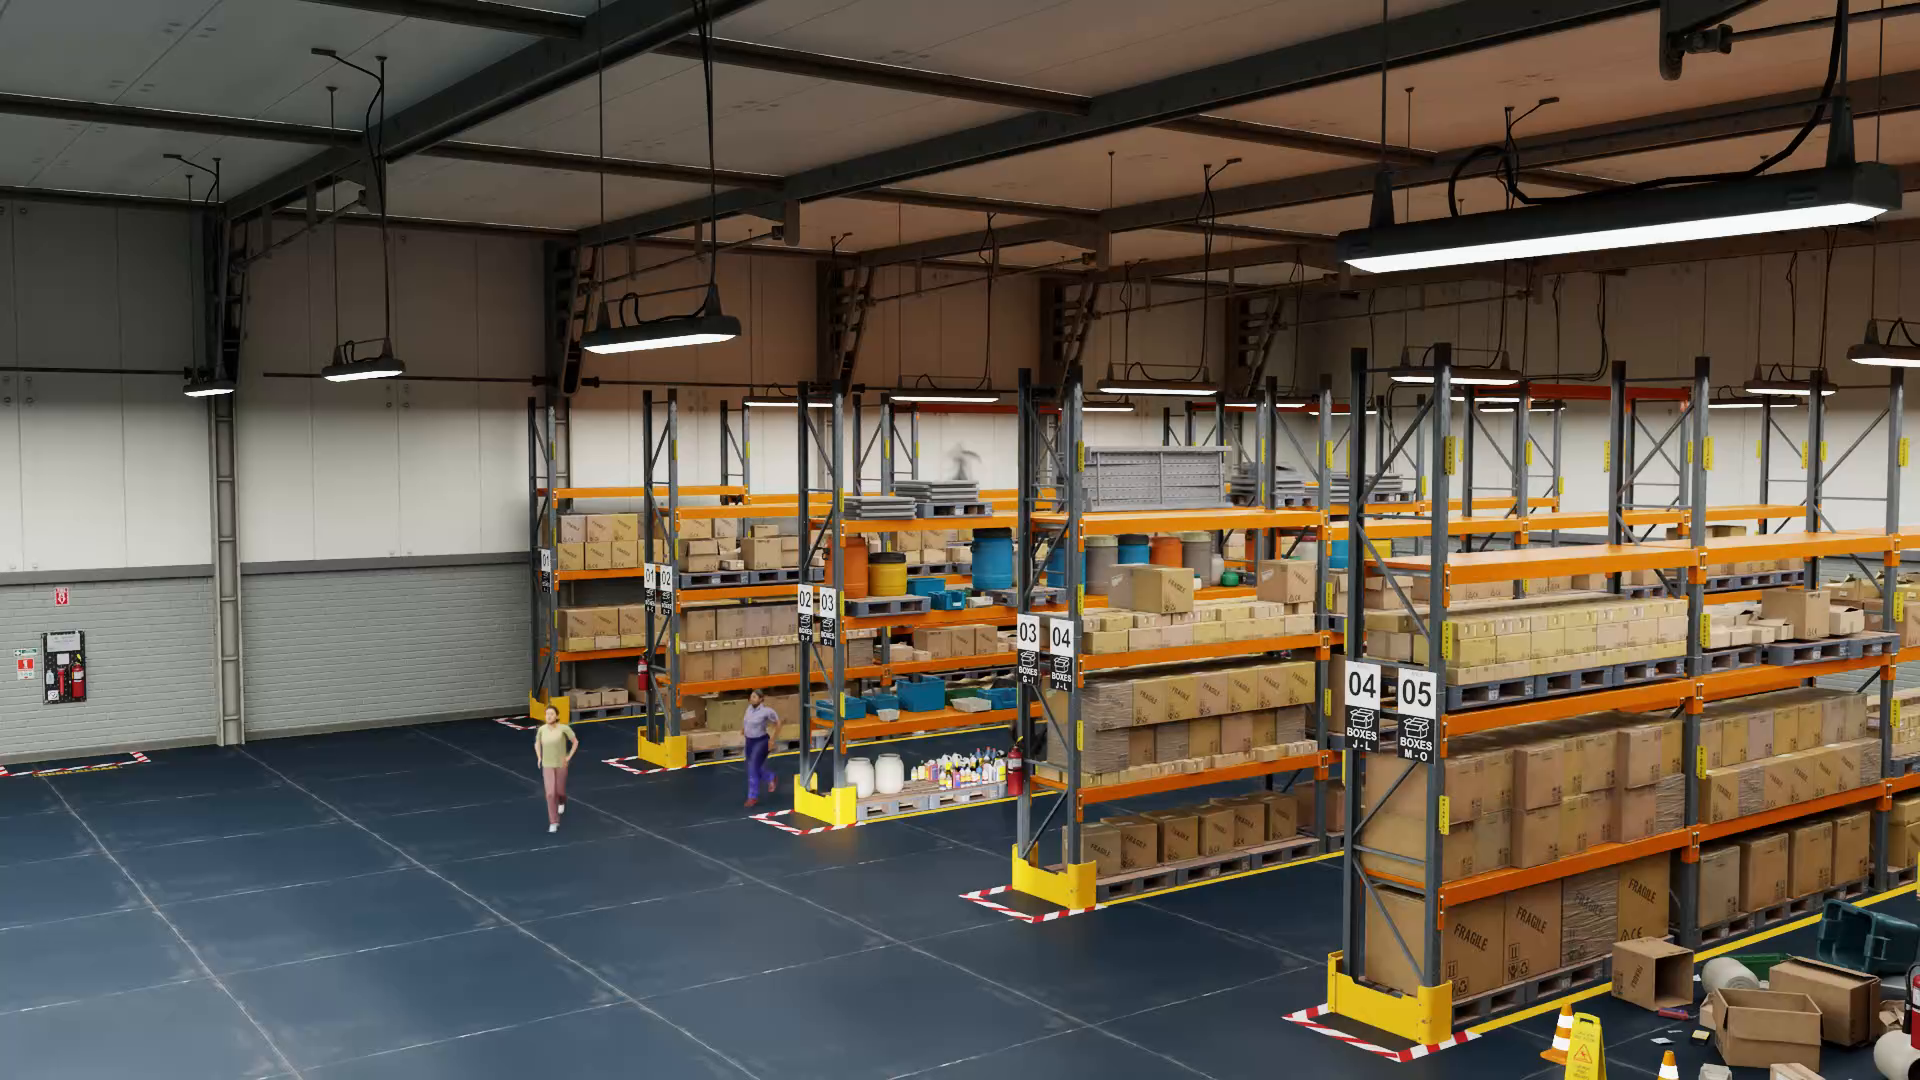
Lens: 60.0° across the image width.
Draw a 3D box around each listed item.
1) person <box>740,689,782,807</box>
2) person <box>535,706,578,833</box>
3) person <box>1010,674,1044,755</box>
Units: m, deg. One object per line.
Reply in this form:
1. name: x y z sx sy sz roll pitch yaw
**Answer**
1. person: -2.874 2.967 23.872 0.643 1.639 0.776 3 4 40
2. person: -5.408 3.030 22.306 0.584 1.668 0.712 0 3 -2
3. person: 1.046 2.731 27.006 0.609 1.672 0.657 -3 4 -37
